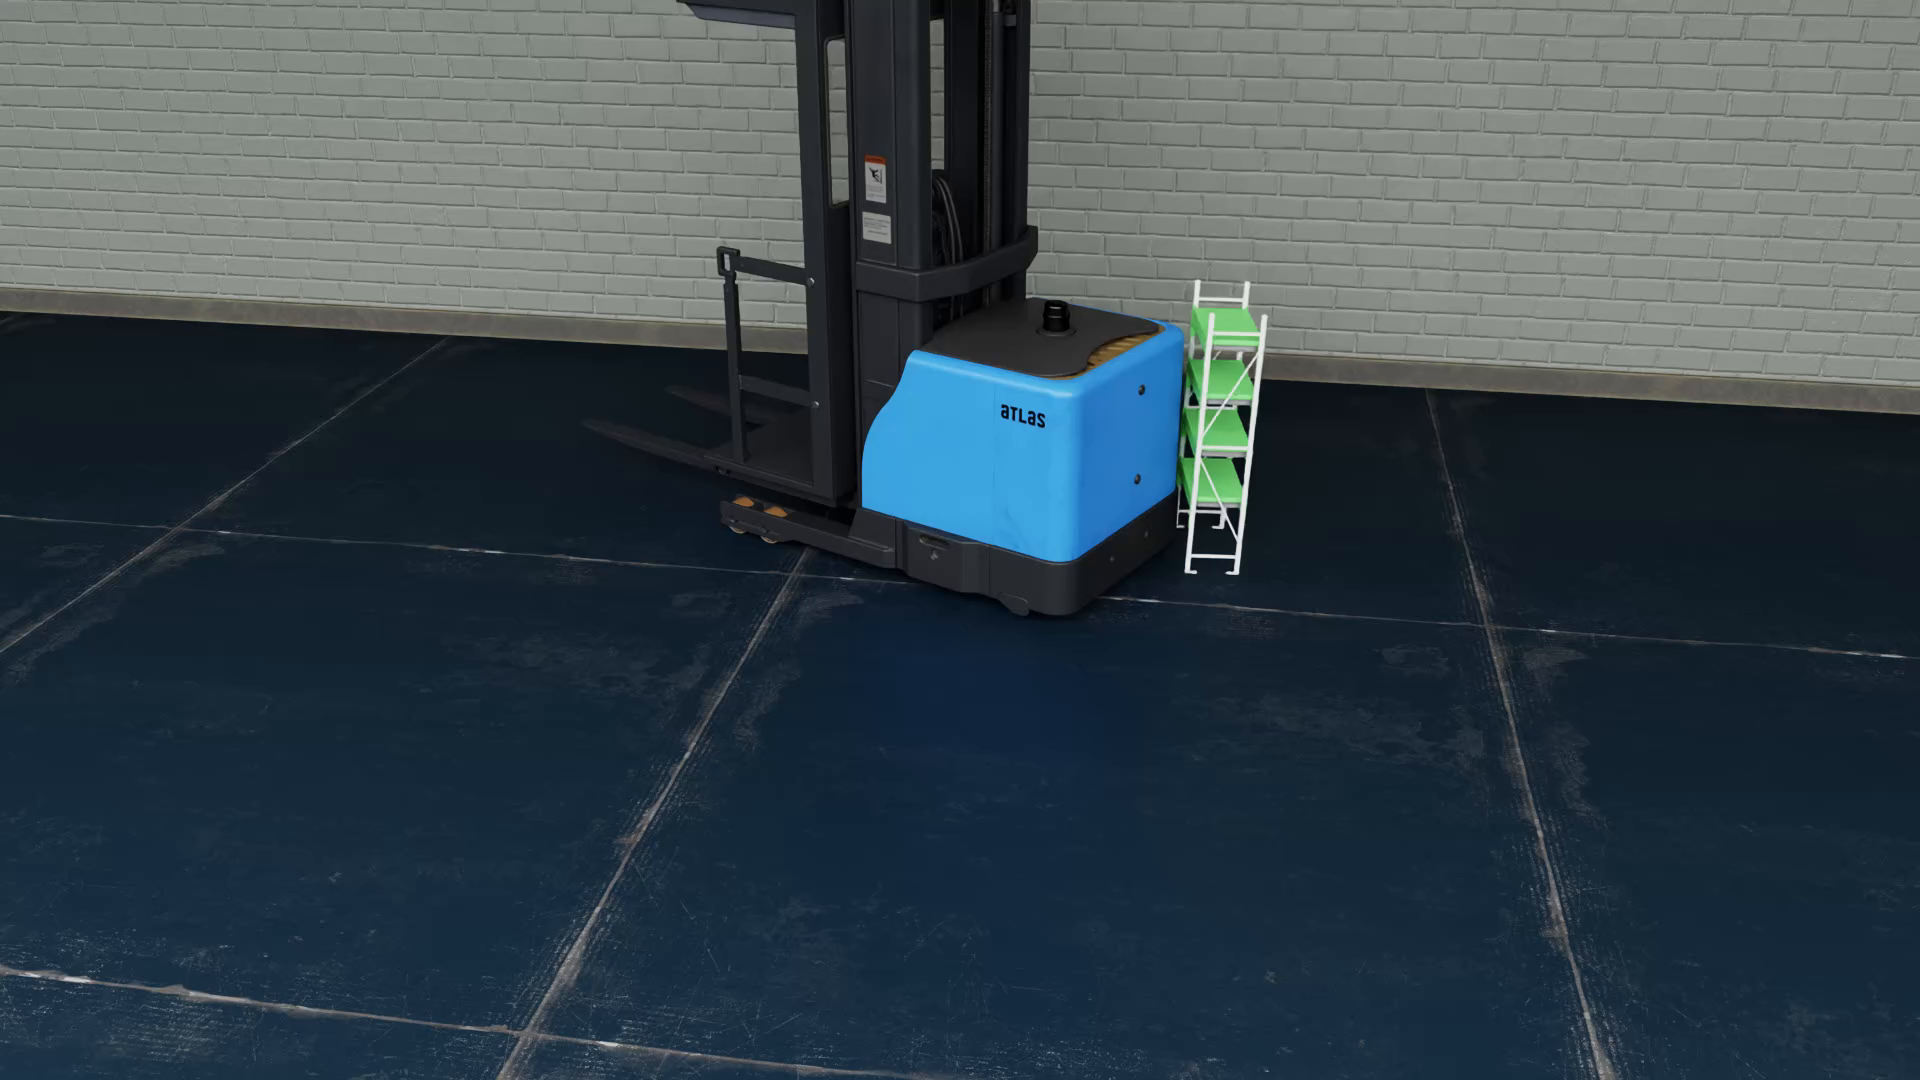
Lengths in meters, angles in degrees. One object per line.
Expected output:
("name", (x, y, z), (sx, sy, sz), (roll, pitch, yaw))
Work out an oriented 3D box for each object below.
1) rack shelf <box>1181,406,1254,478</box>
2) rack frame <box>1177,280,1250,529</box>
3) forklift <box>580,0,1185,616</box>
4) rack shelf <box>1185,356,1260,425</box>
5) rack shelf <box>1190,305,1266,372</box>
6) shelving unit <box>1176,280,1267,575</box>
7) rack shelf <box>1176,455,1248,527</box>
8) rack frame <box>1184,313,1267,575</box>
("rack shelf", (1.141, -0.441, 7.419), (0.258, 0.148, 0.480), (2, 25, 0))
("rack frame", (1.144, -0.603, 7.613), (0.240, 1.200, 0.015), (2, 25, 0))
("forklift", (-0.512, -1.478, 7.450), (3.031, 2.935, 1.130), (16, 30, 31))
("rack shelf", (1.148, -0.659, 7.317), (0.258, 0.148, 0.480), (2, 25, 0))
("rack shelf", (1.155, -0.876, 7.215), (0.258, 0.148, 0.480), (2, 25, 0))
("shelving unit", (1.143, -0.499, 7.392), (0.258, 1.200, 0.503), (2, 25, 0))
("rack shelf", (1.134, -0.224, 7.521), (0.258, 0.148, 0.480), (2, 25, 0))
("rack frame", (1.141, -0.396, 7.171), (0.240, 1.200, 0.015), (2, 25, 0))
